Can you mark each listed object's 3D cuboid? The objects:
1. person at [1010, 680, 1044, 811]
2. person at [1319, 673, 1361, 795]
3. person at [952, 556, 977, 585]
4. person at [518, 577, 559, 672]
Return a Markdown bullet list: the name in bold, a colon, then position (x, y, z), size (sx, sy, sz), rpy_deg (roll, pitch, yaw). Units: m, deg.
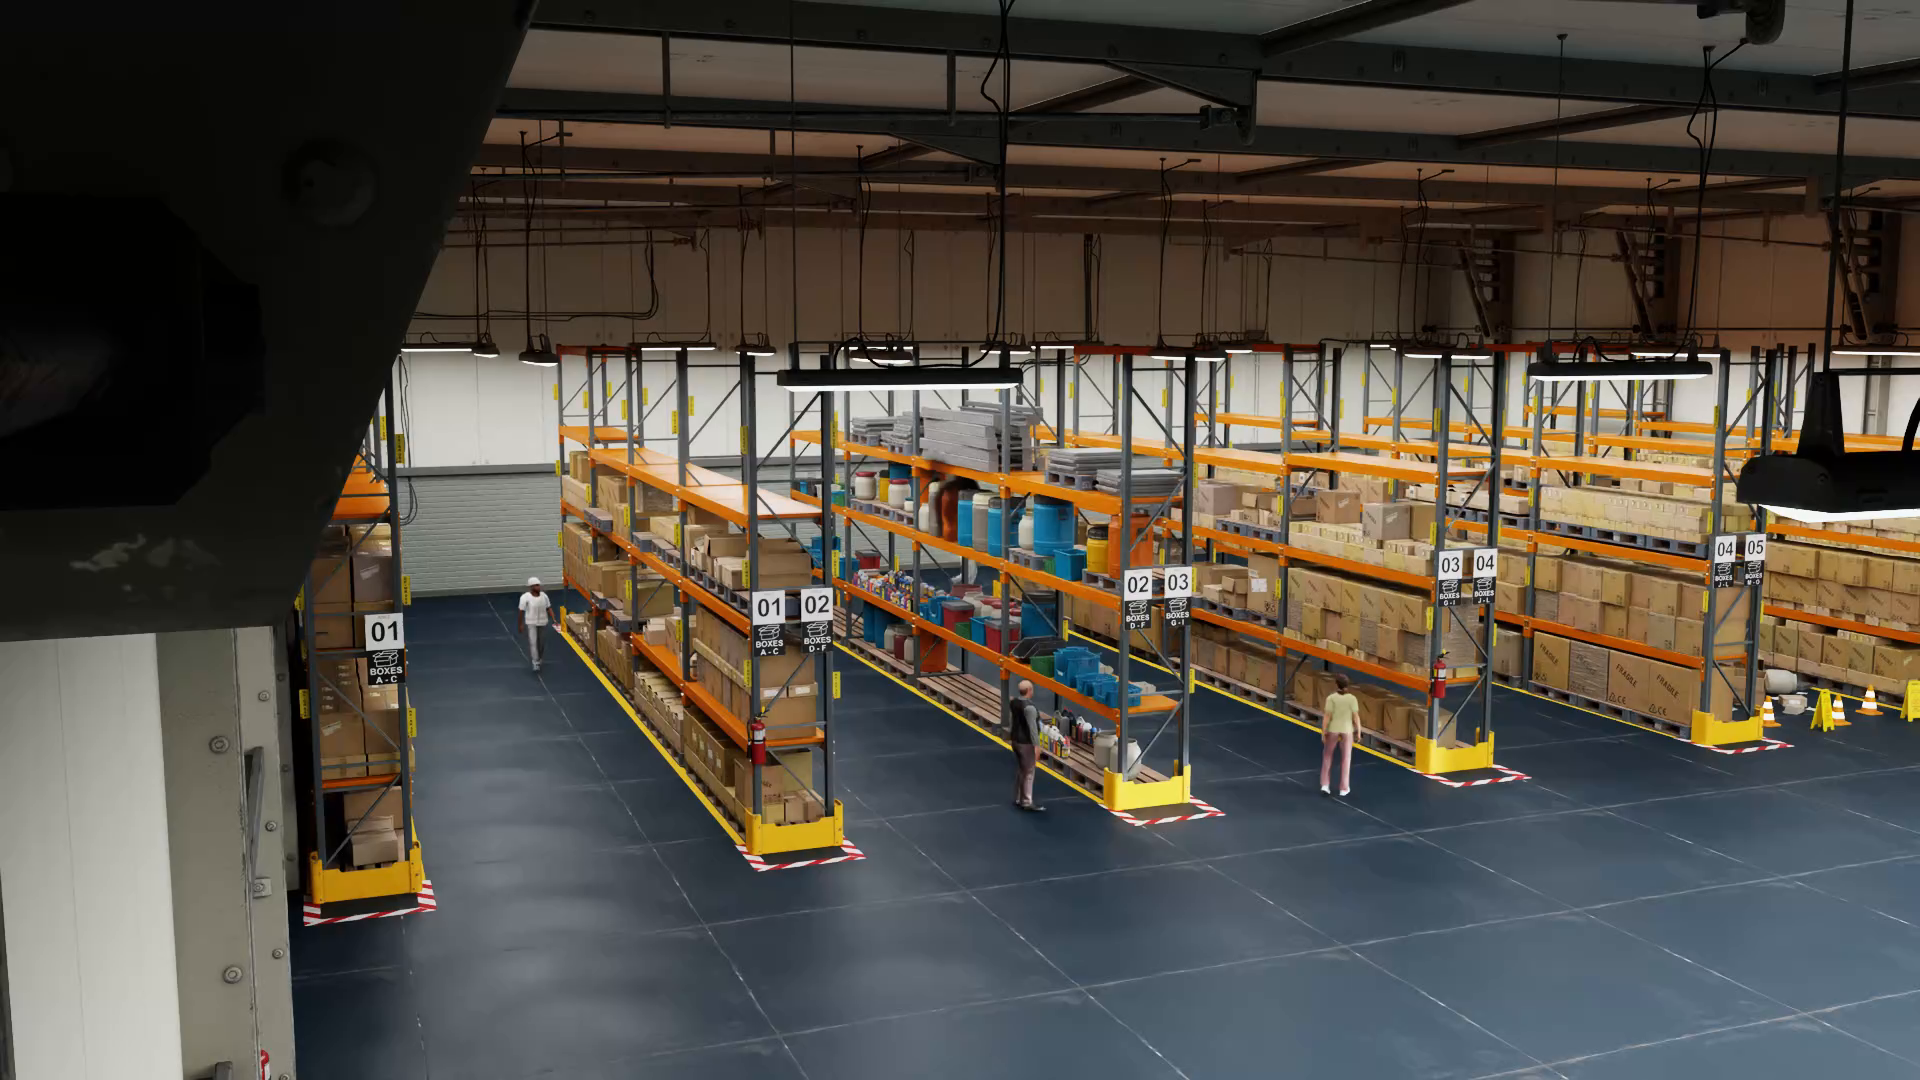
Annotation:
- **person**: position (0.873, 2.740, 21.940), size (0.365, 1.803, 0.591), rpy_deg (-3, 8, -24)
- **person**: position (5.187, 2.652, 22.654), size (0.529, 1.701, 0.381), rpy_deg (2, 8, 15)
- **person**: position (0.139, 0.432, 39.990), size (0.621, 1.630, 0.500), rpy_deg (1, 7, 10)
- **person**: position (-7.845, 1.549, 30.919), size (0.714, 1.717, 1.058), rpy_deg (-3, 8, -23)
